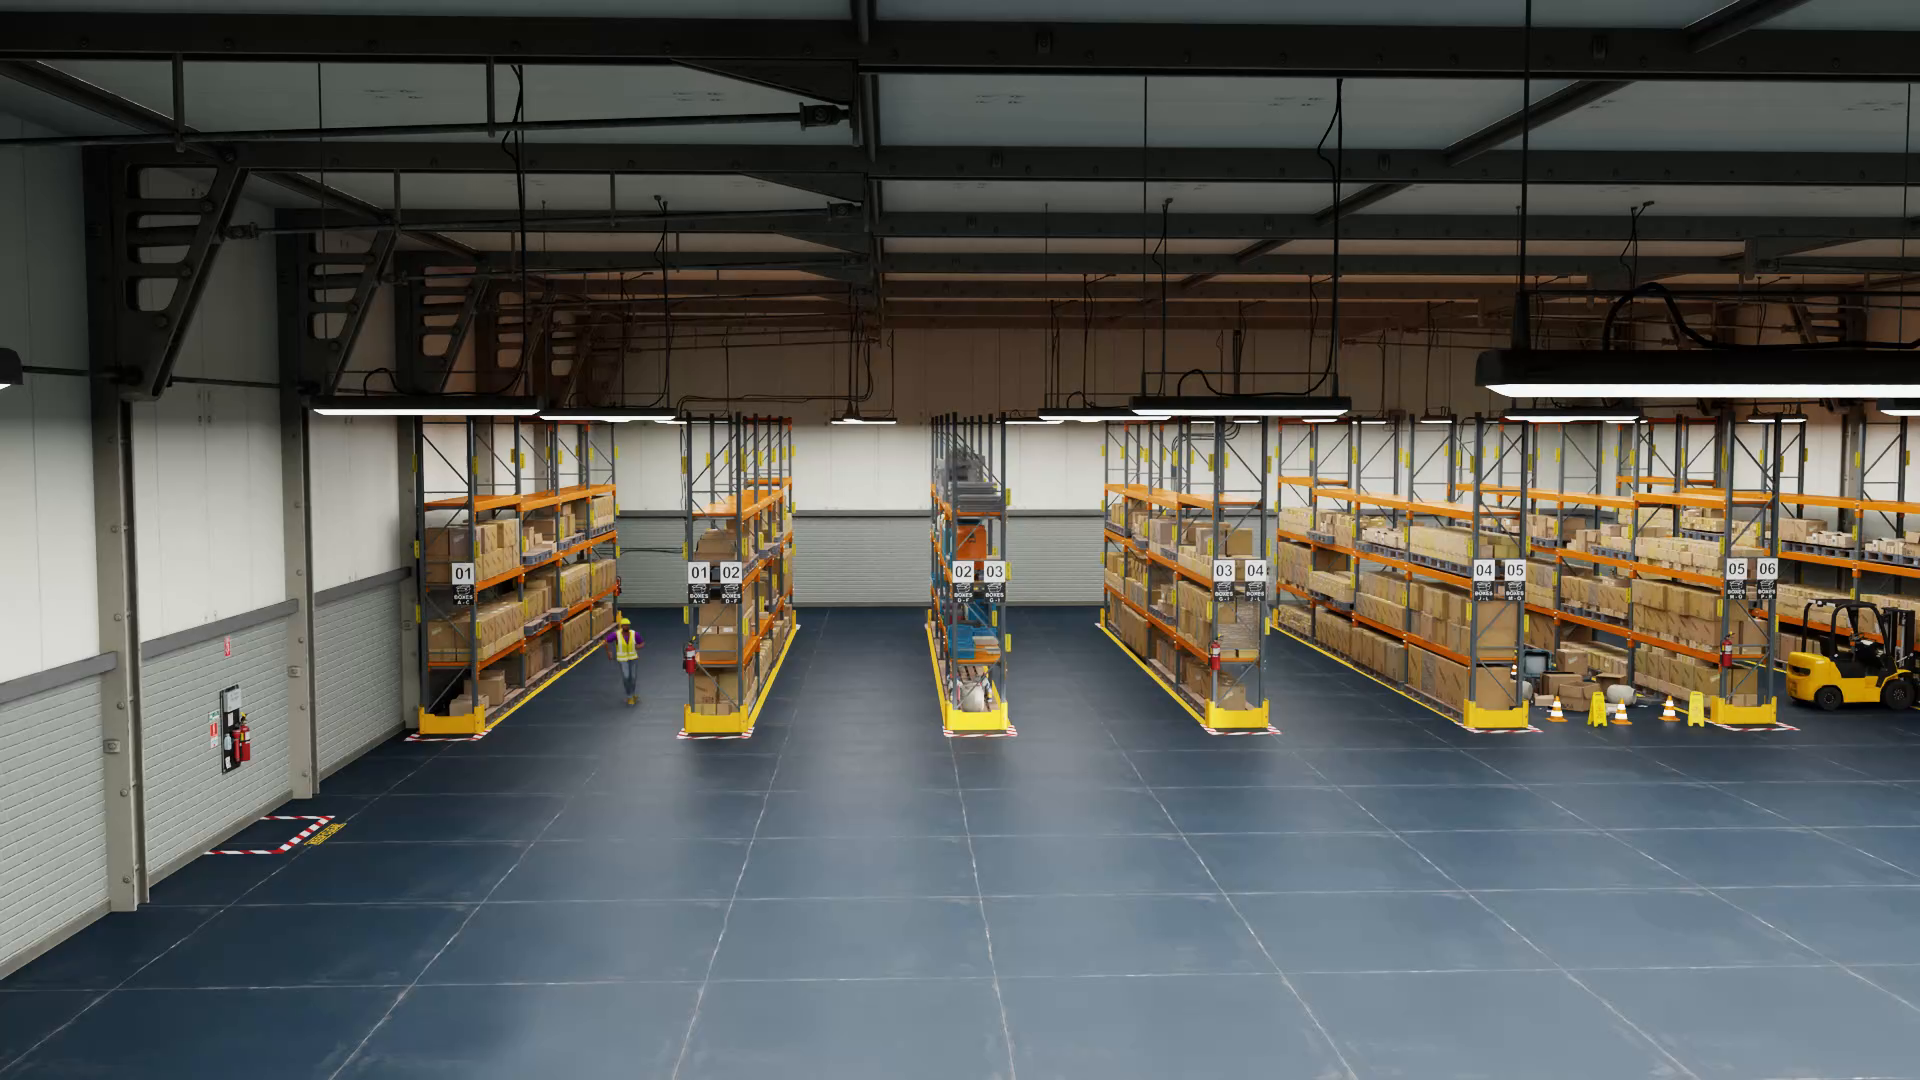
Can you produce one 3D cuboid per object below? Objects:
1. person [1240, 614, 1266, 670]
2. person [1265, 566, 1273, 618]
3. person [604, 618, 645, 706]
[{"bbox_3d":[6.952,2.199,39.397,0.671,1.641,0.875,0,4,6],"label":"person"},{"bbox_3d":[8.897,1.598,48.595,0.773,1.704,0.554,-2,4,-26],"label":"person"},{"bbox_3d":[-6.912,2.517,34.389,0.806,1.824,0.722,-2,4,-23],"label":"person"}]
